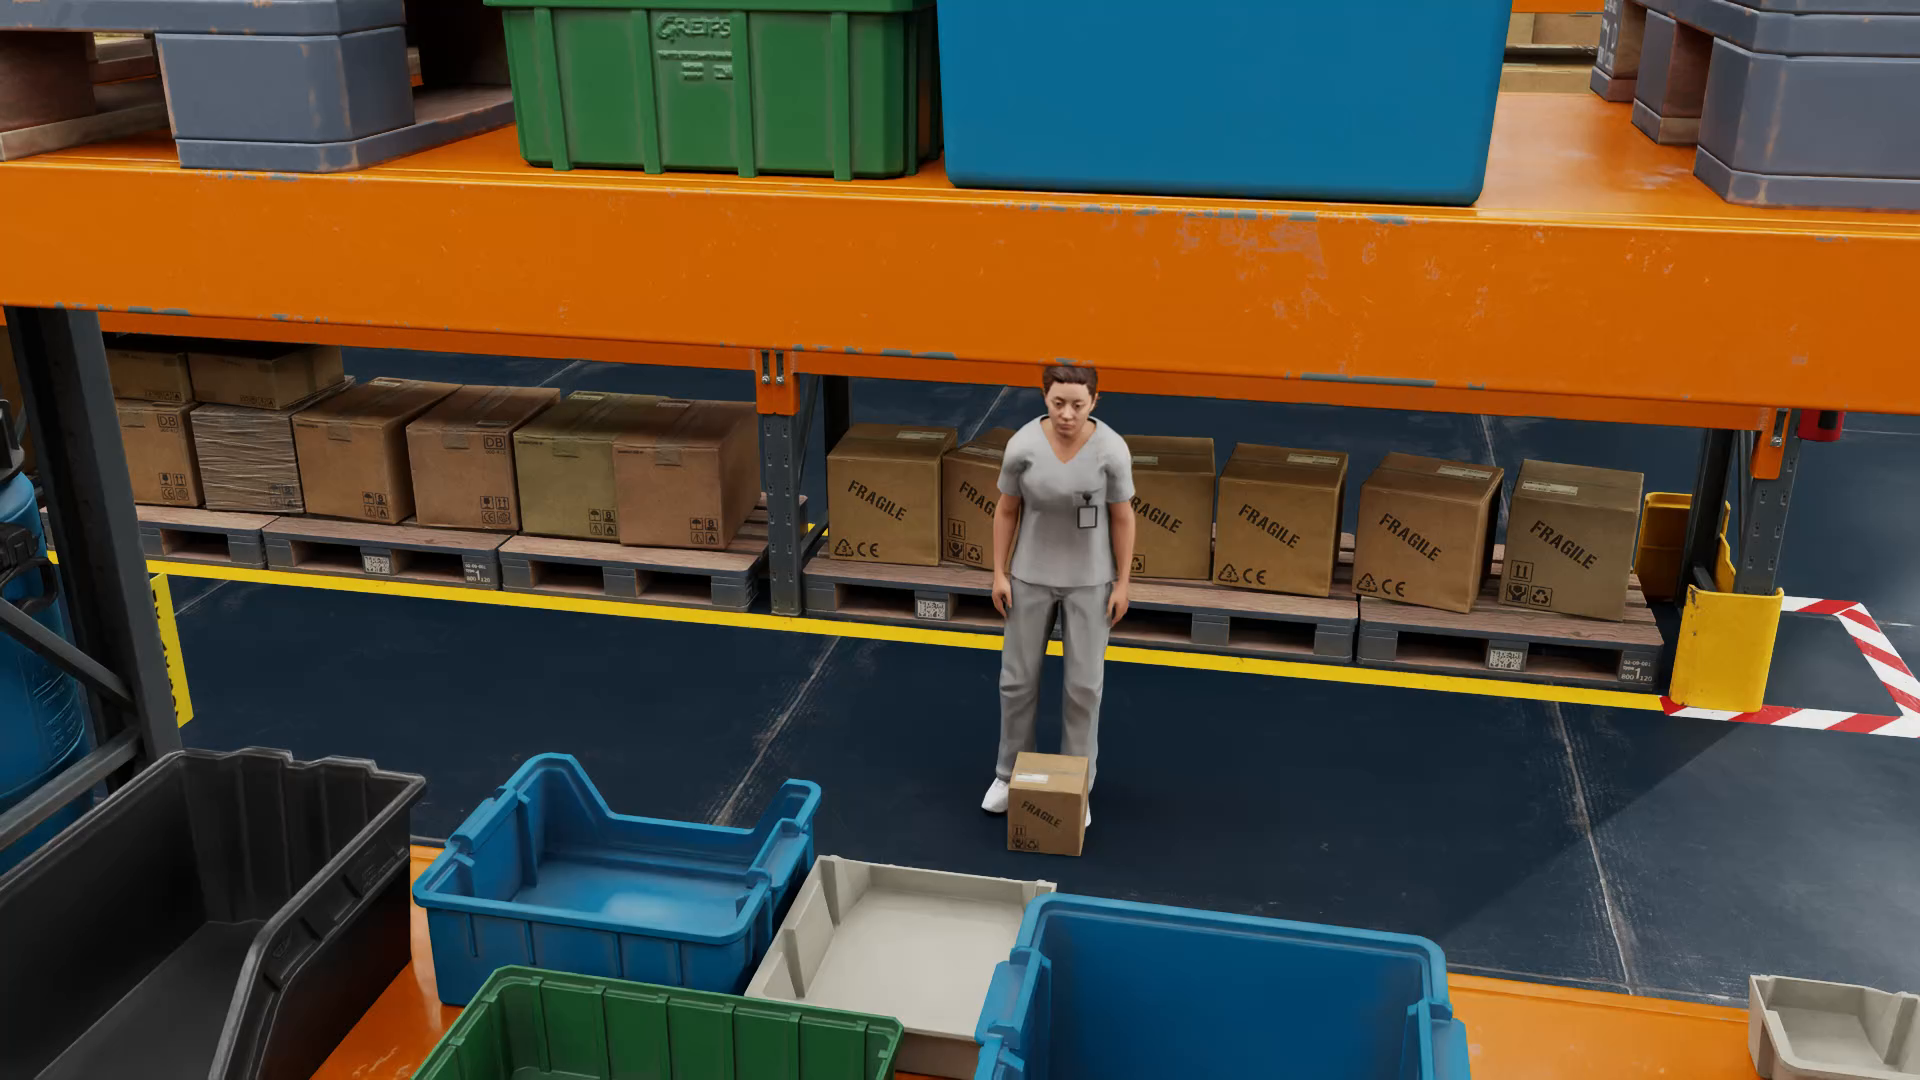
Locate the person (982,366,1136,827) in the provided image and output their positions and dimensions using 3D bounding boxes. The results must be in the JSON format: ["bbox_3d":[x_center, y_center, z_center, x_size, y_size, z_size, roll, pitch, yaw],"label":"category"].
[{"bbox_3d":[0.338,0.166,5.672,0.495,1.671,0.416,4,22,9],"label":"person"}]
